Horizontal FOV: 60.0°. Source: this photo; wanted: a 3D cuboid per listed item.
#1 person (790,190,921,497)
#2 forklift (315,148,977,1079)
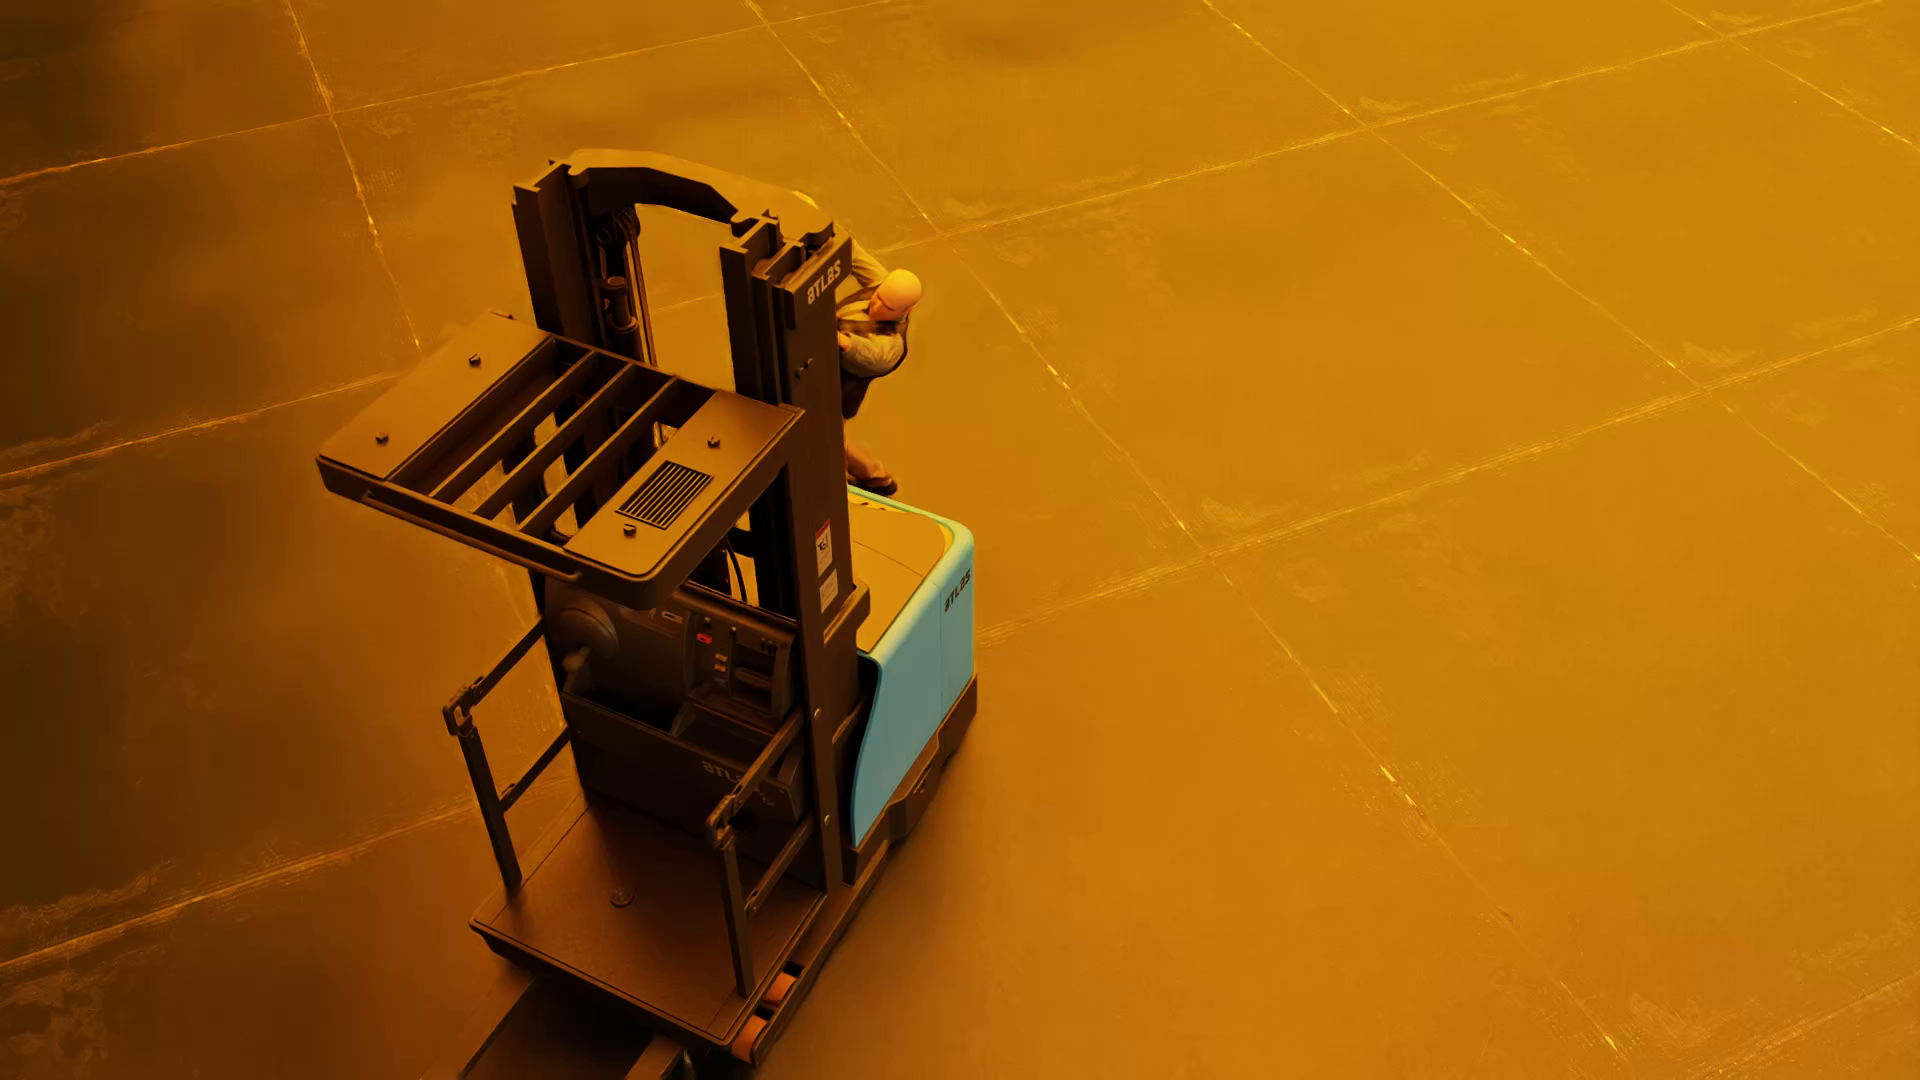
[{"bbox_3d":[-0.565,-0.637,7.342,0.787,1.630,1.015,5,43,5],"label":"person"},{"bbox_3d":[-1.045,0.413,5.237,1.130,2.935,3.031,19,46,19],"label":"forklift"}]
